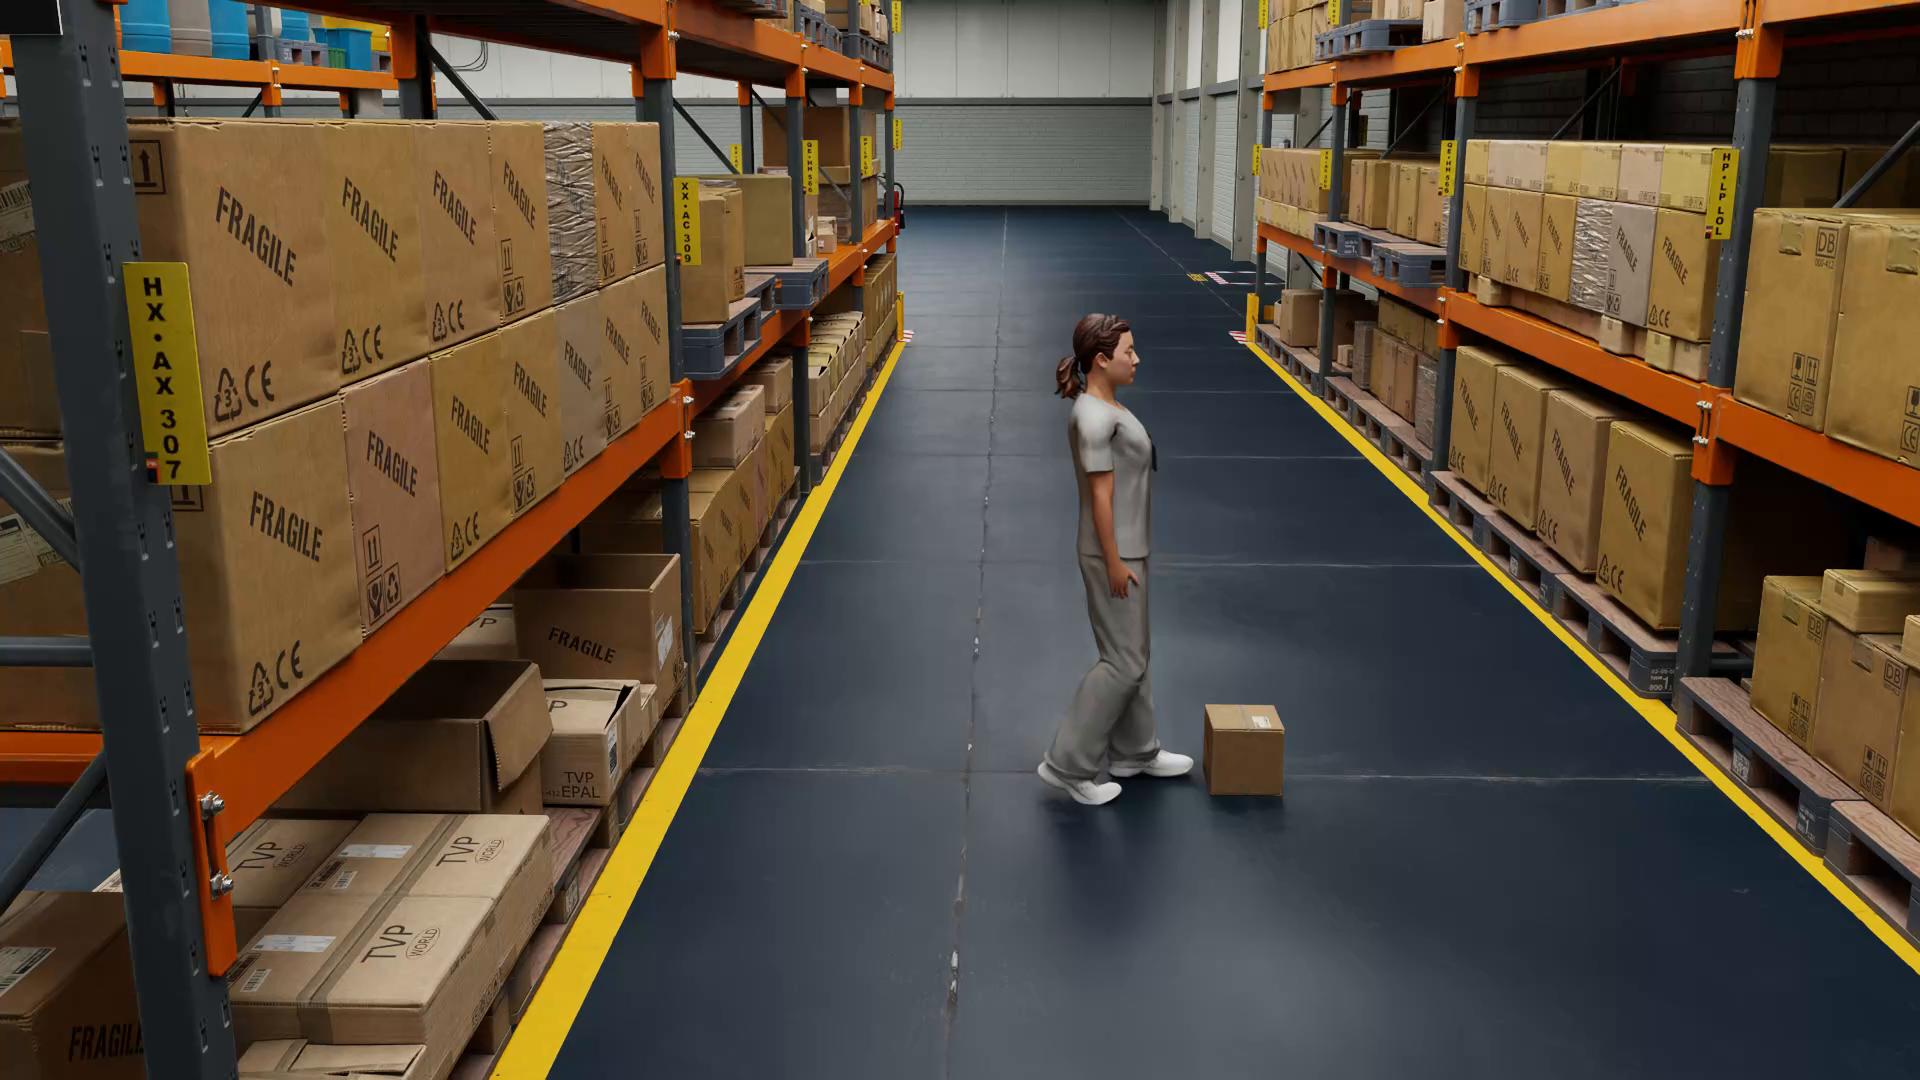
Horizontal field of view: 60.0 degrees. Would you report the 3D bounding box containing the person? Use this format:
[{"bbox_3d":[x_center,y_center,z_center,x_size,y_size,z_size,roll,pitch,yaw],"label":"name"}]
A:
[{"bbox_3d":[0.562,0.061,5.768,0.540,1.680,0.487,2,14,9],"label":"person"}]
